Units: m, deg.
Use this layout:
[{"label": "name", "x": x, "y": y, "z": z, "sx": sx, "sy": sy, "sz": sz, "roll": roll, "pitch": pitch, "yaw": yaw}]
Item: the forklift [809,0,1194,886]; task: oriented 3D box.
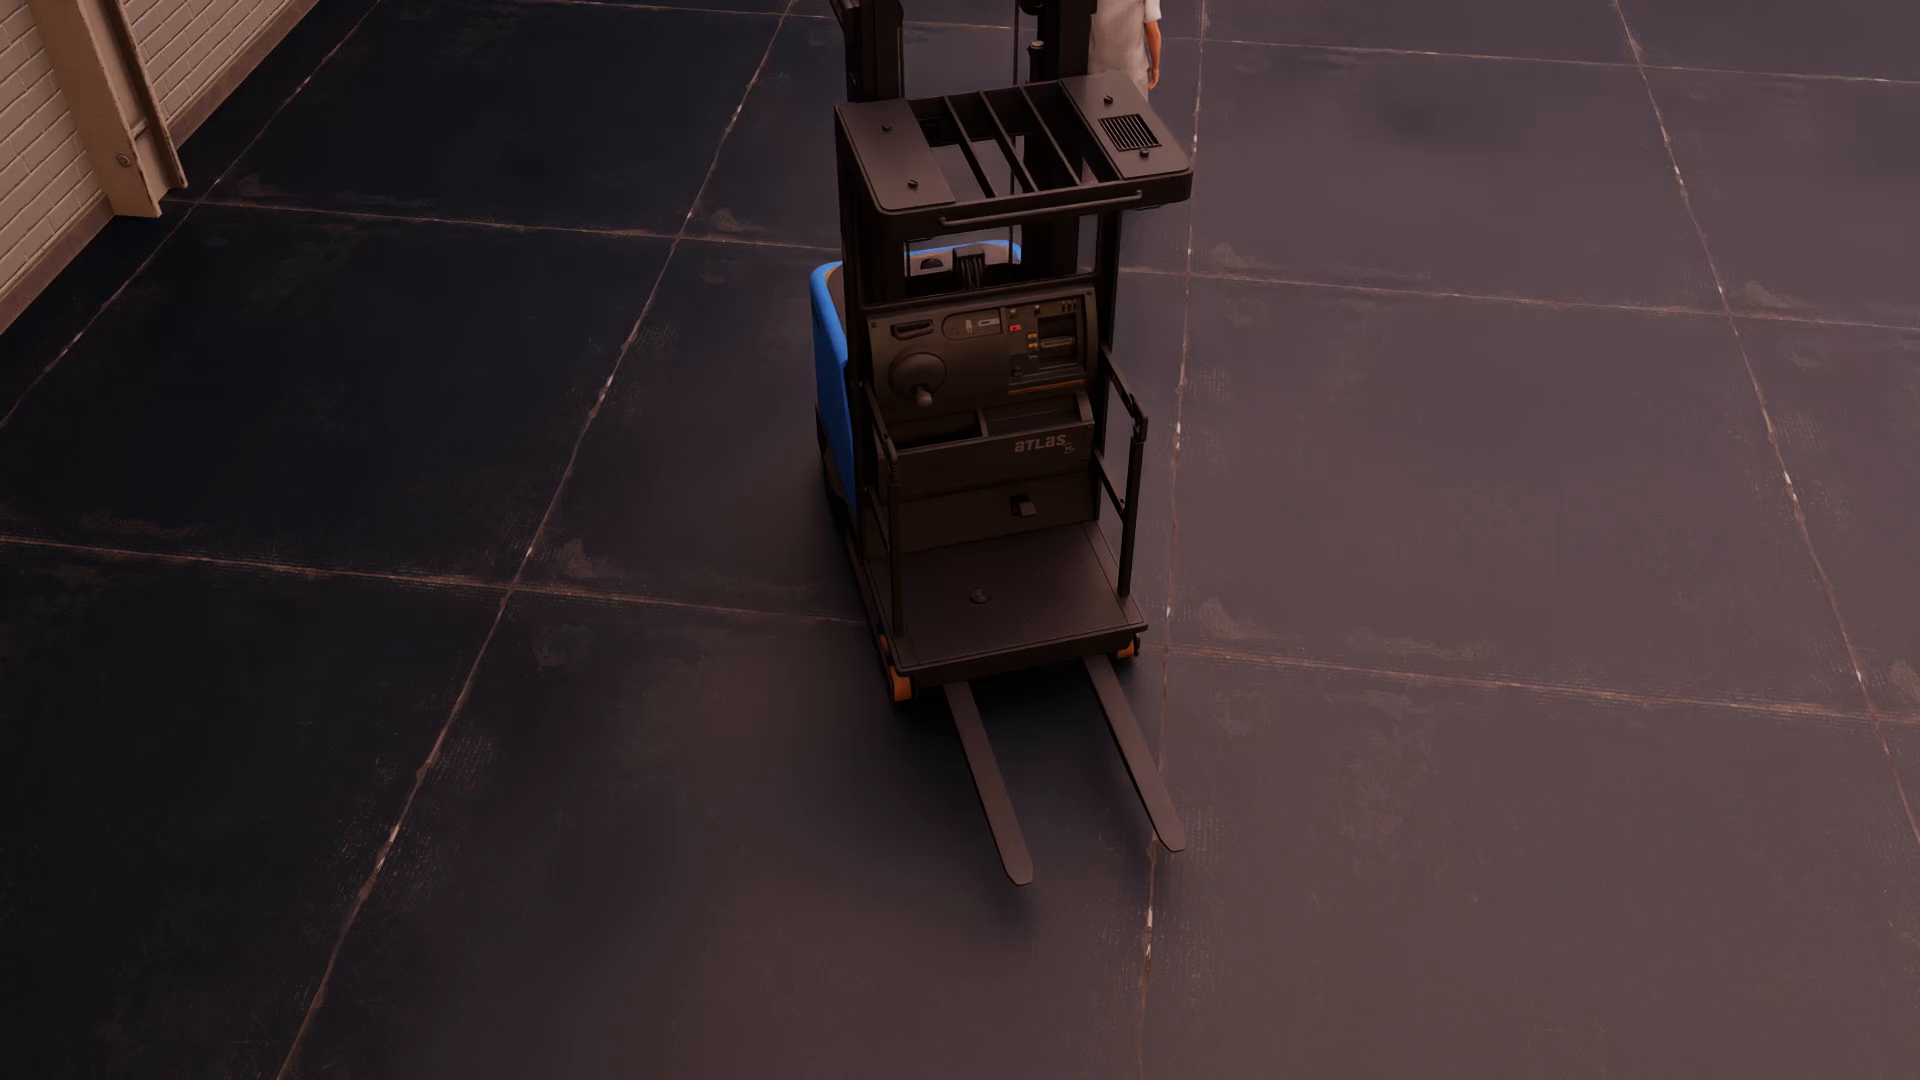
[{"label": "forklift", "x": 0.153, "y": -0.681, "z": 6.465, "sx": 1.130, "sy": 2.935, "sz": 3.031, "roll": -10, "pitch": 44, "yaw": -11}]

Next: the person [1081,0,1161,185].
[{"label": "person", "x": 0.917, "y": -2.750, "z": 9.653, "sx": 0.490, "sy": 1.675, "sz": 0.375, "roll": 11, "pitch": 44, "yaw": 12}]
